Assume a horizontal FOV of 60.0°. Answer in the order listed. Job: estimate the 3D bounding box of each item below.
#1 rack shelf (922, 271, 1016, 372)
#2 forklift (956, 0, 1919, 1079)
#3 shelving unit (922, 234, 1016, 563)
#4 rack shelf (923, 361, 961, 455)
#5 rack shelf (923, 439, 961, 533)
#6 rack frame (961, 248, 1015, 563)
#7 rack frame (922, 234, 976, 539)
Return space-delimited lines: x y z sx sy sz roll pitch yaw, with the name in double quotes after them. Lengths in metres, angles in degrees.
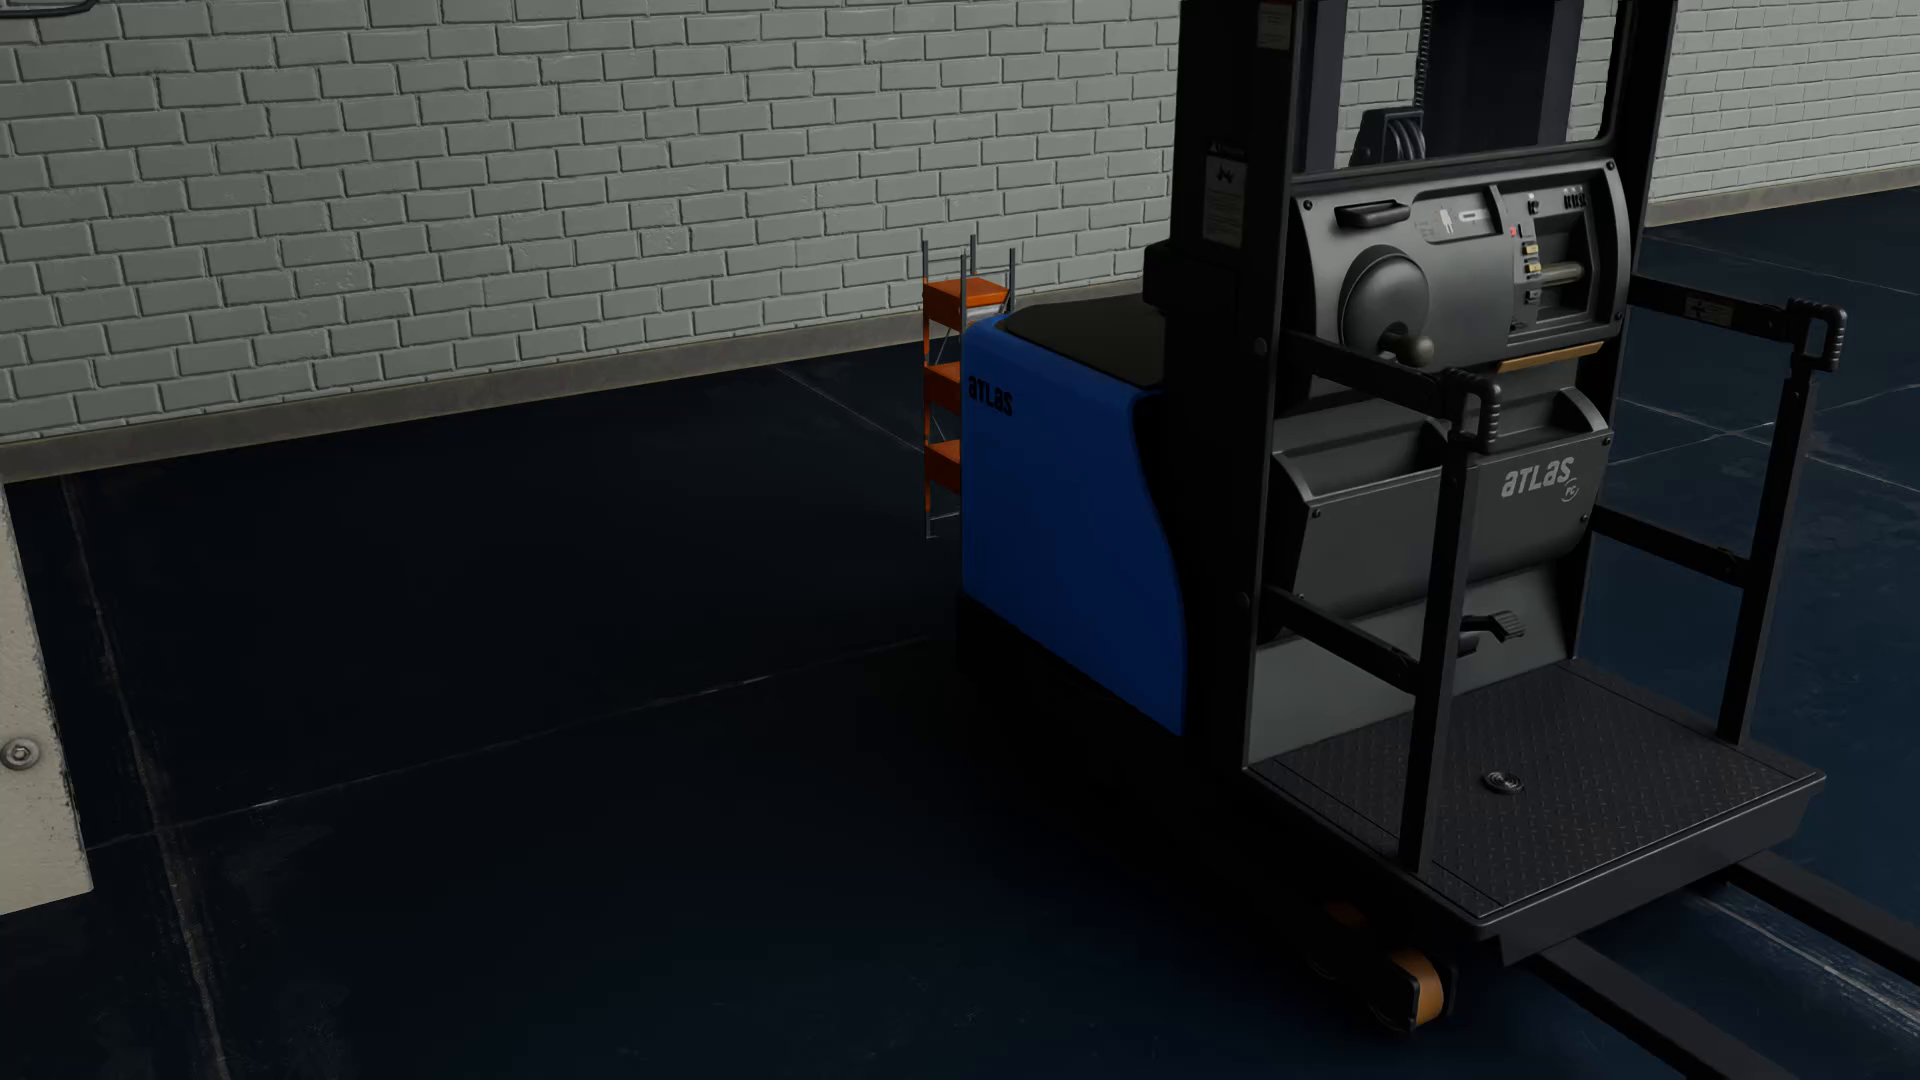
0.027 -0.722 5.468 0.215 0.259 0.240 -13 25 -28 "rack shelf"
1.179 -0.565 3.308 1.130 2.935 3.031 -13 25 -29 "forklift"
0.027 -0.469 5.571 0.215 1.050 0.252 -13 25 -28 "shelving unit"
0.027 -0.459 5.575 0.215 0.259 0.240 -13 25 -28 "rack shelf"
0.027 -0.202 5.680 0.215 0.259 0.240 -13 25 -28 "rack shelf"
0.090 -0.430 5.474 0.200 1.050 0.008 -13 25 -28 "rack frame"
-0.035 -0.509 5.668 0.200 1.050 0.008 -13 25 -28 "rack frame"
